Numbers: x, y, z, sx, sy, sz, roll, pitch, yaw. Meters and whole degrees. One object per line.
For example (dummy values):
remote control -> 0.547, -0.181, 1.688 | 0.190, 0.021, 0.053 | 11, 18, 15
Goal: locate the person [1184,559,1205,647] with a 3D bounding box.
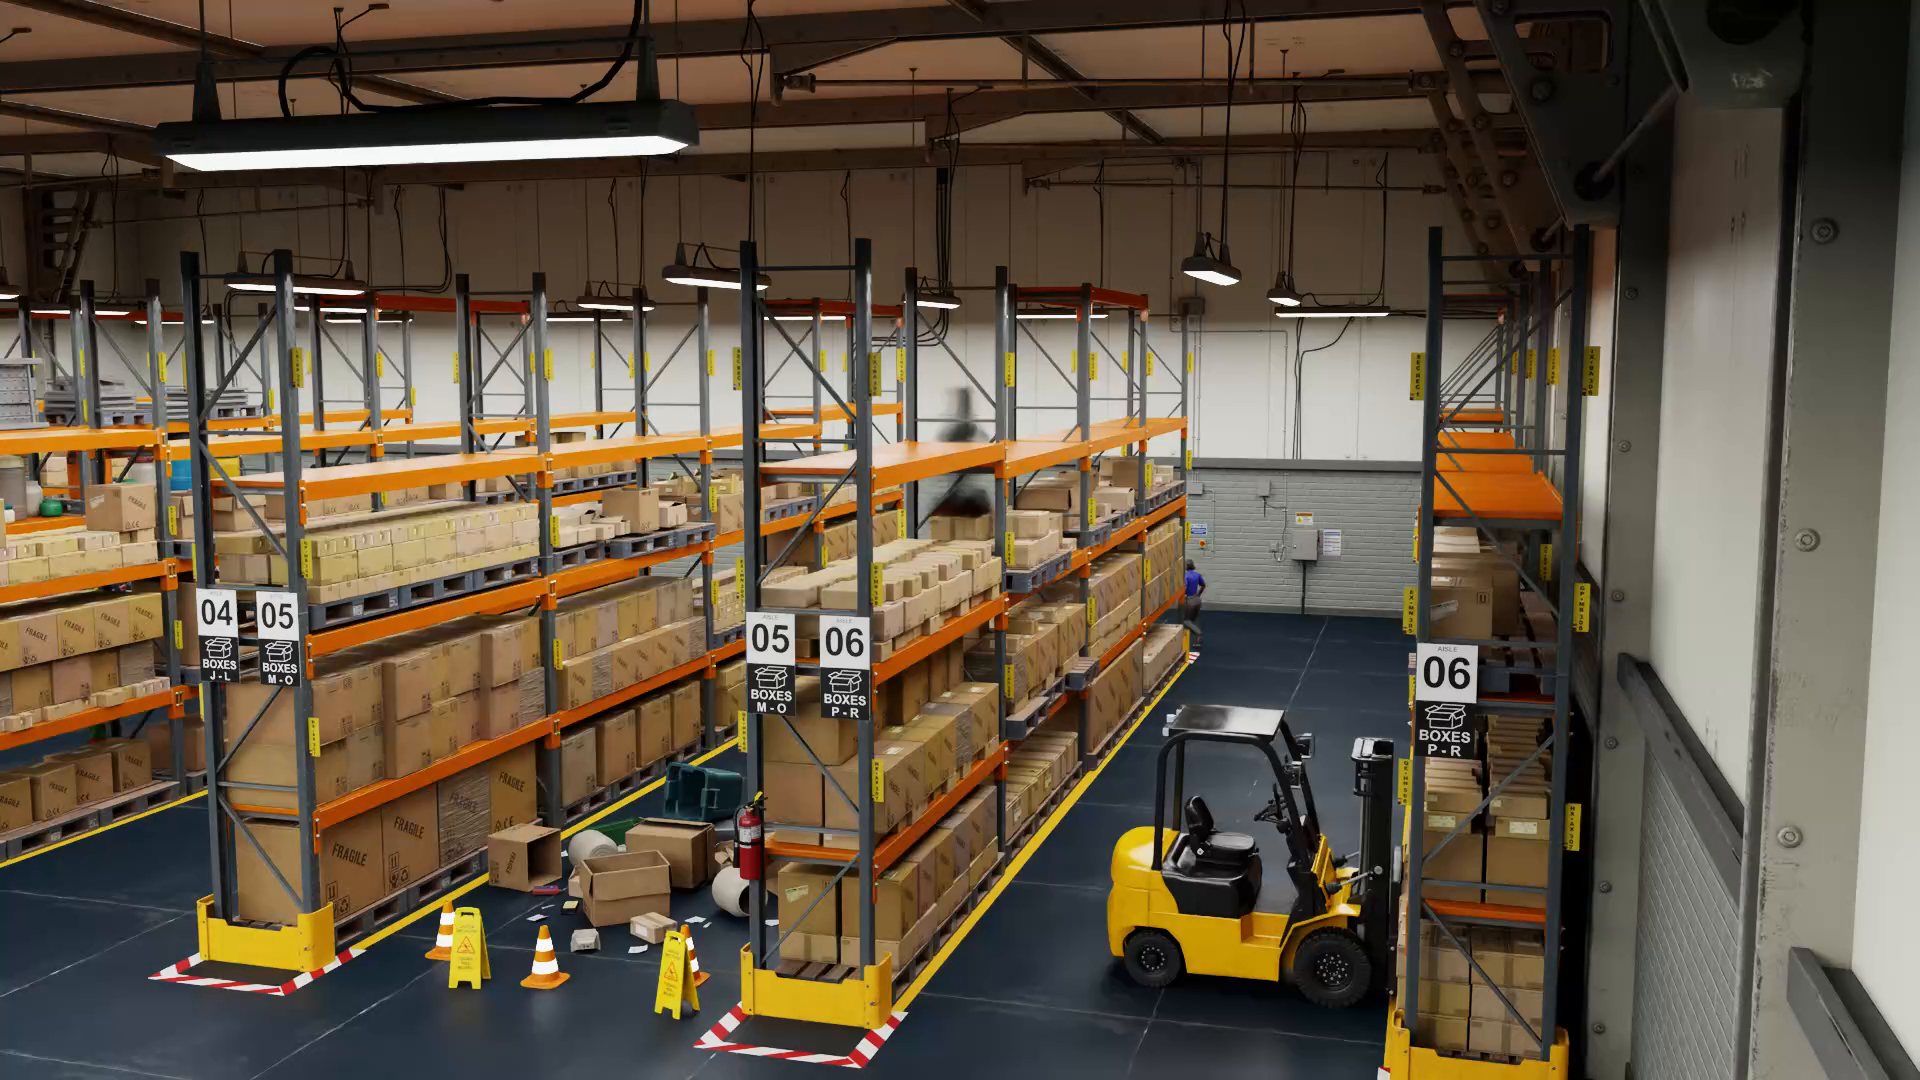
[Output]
person -> 4.047, 1.117, 29.247 | 0.625, 1.600, 0.519 | -4, 8, -35

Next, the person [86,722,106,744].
person -> -10.880, 1.943, 21.039 | 0.657, 1.771, 0.863 | 0, 6, 4
